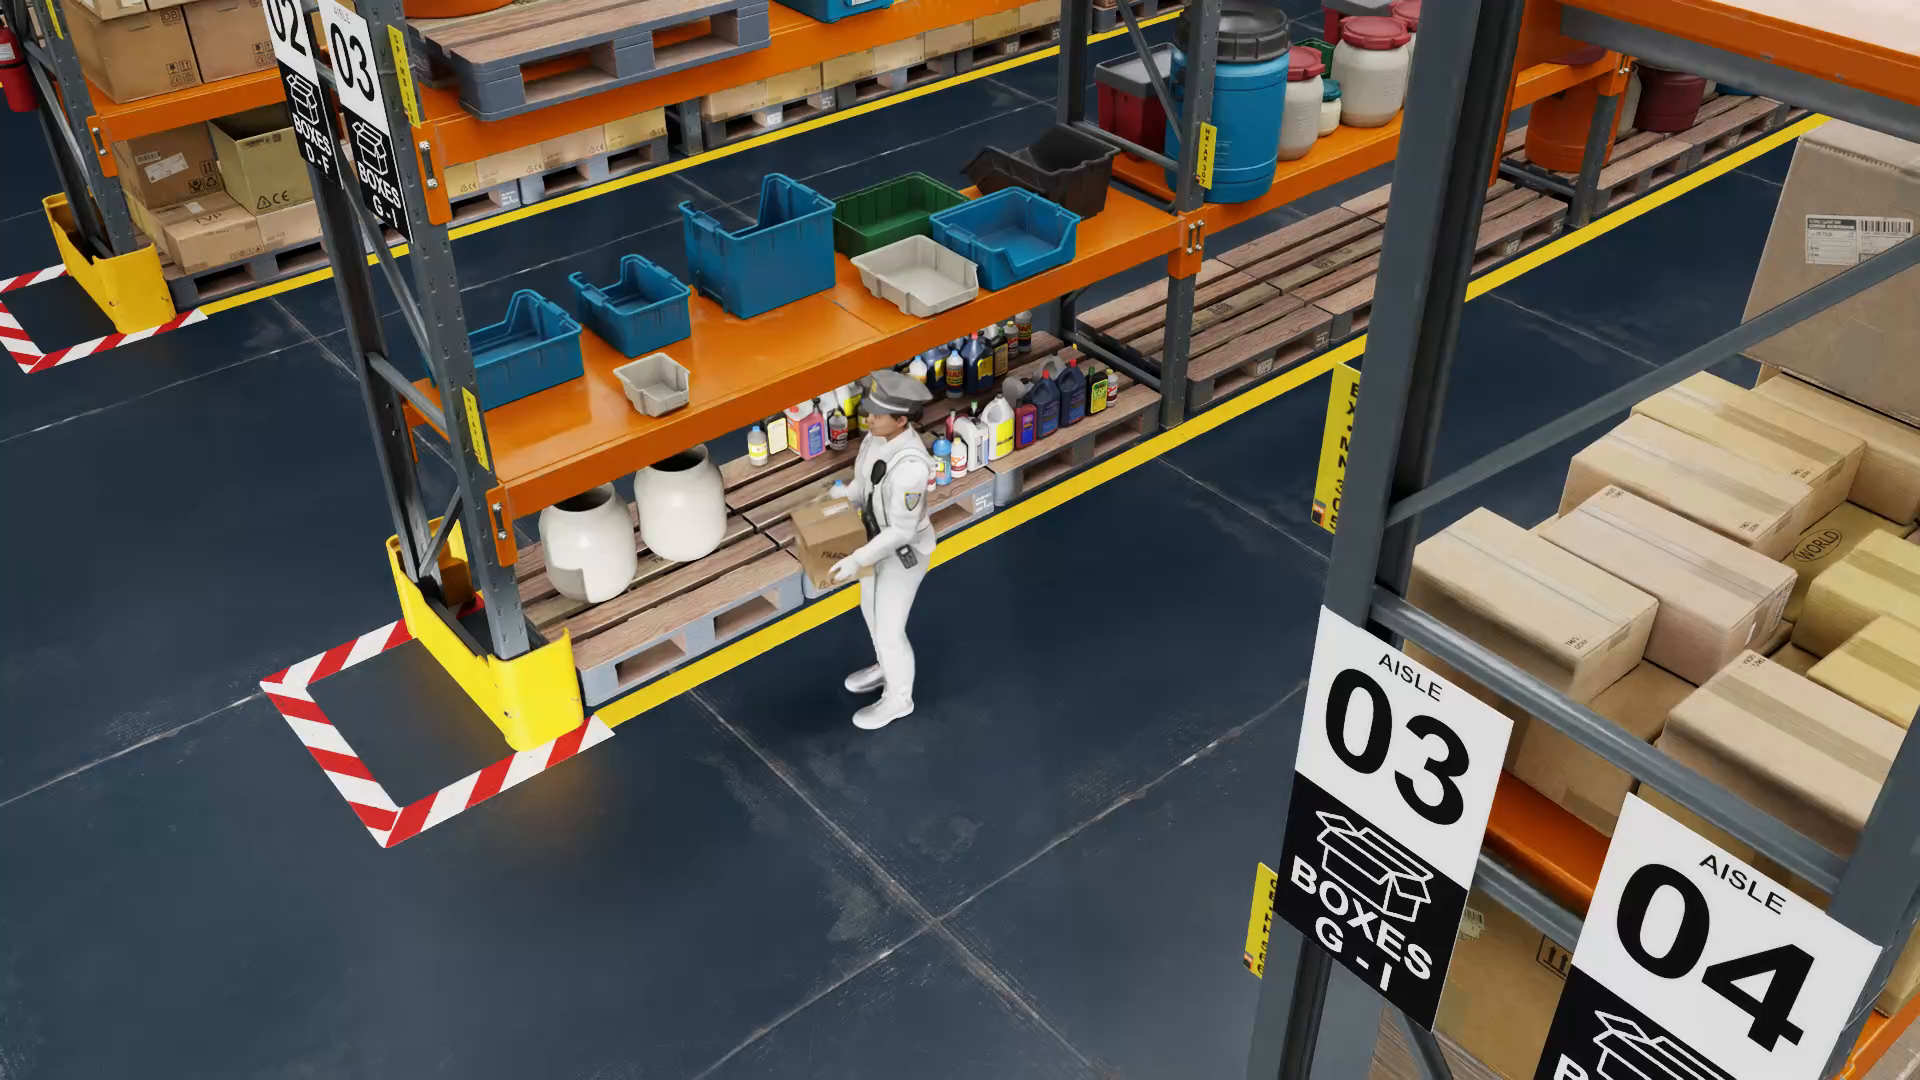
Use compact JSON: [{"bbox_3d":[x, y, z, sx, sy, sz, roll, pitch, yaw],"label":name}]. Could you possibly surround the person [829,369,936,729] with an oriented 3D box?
[{"bbox_3d":[-0.353,0.050,6.981,0.489,1.692,0.489,-13,38,-17],"label":"person"}]
